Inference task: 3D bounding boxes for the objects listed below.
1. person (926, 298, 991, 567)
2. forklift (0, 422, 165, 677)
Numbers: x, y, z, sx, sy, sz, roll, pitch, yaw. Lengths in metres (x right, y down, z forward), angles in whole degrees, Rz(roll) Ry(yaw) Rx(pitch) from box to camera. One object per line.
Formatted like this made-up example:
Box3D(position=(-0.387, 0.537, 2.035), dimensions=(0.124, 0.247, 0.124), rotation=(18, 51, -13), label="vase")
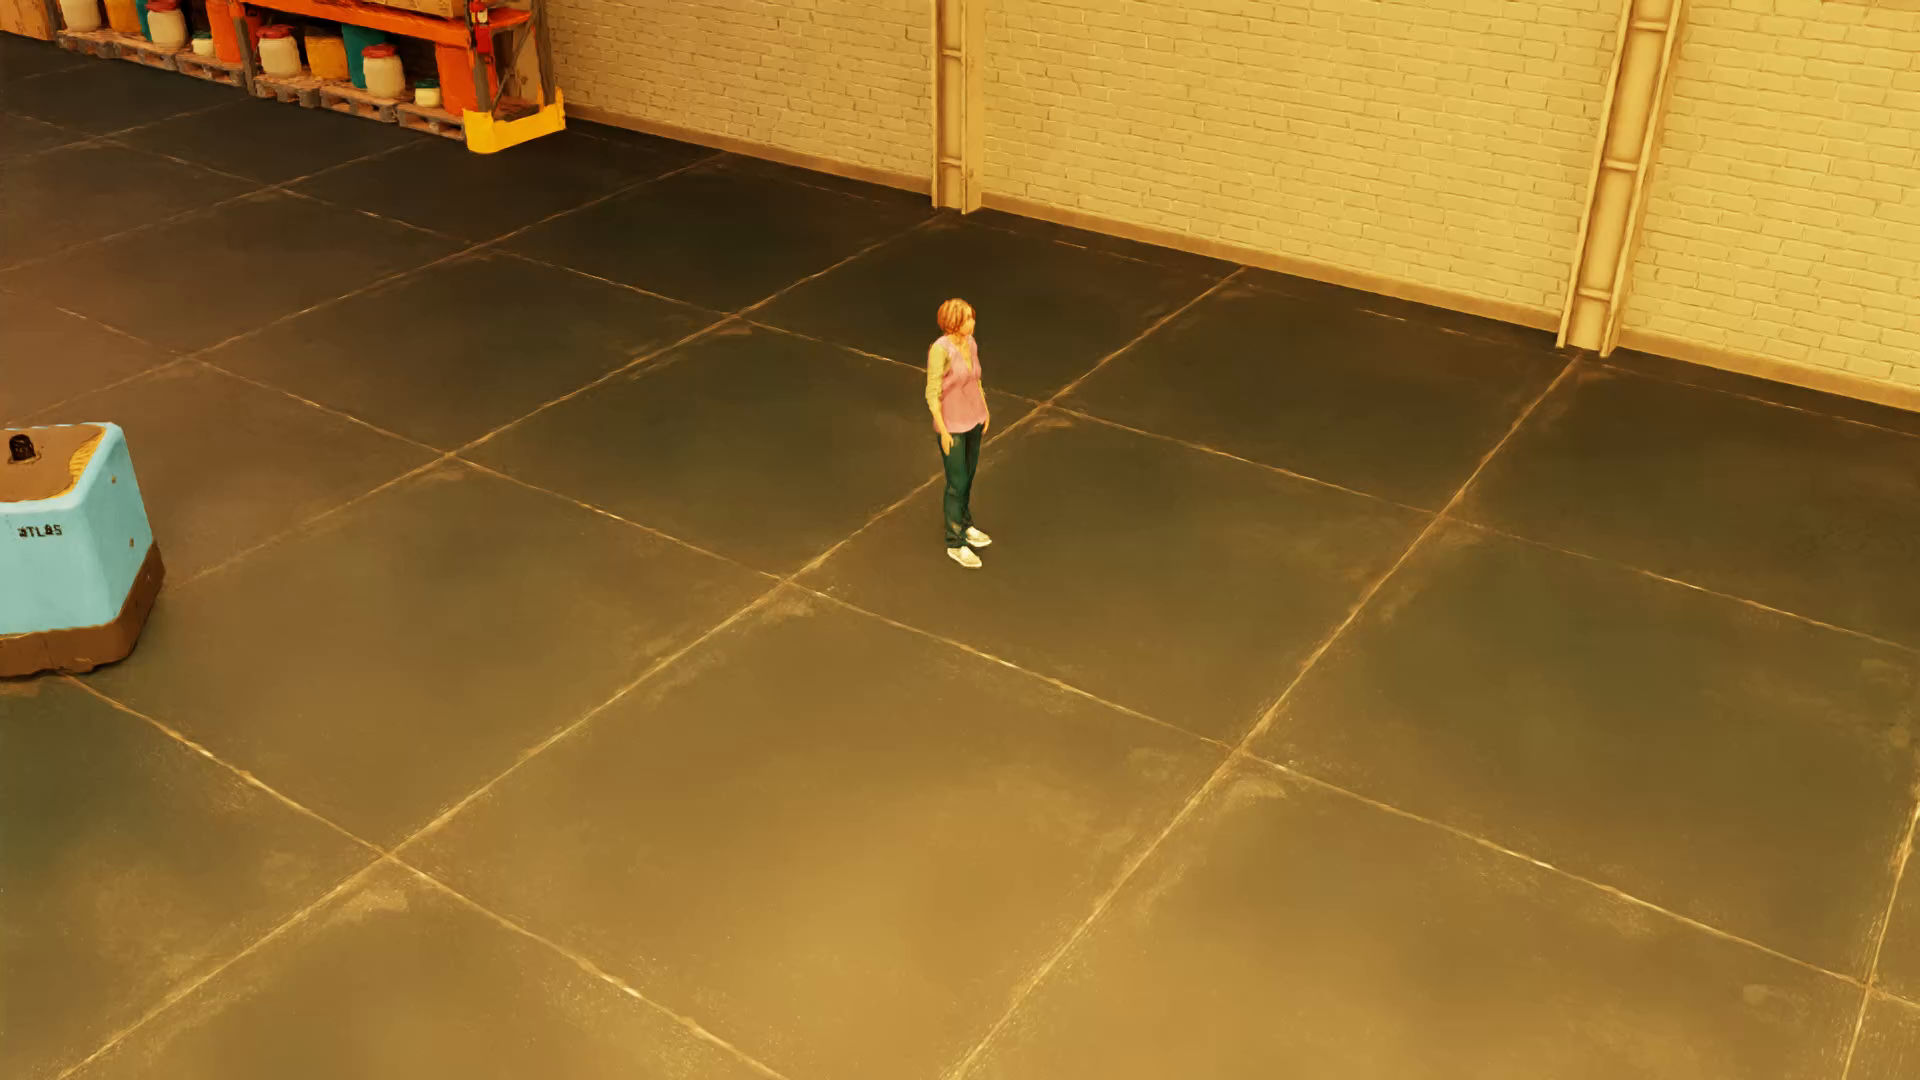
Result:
Box3D(position=(0.054, -0.670, 10.050), dimensions=(0.474, 1.597, 0.520), rotation=(19, 35, 29), label="person")
Box3D(position=(-6.196, -0.655, 8.708), dimensions=(3.031, 2.935, 1.130), rotation=(-5, 31, -9), label="forklift")
